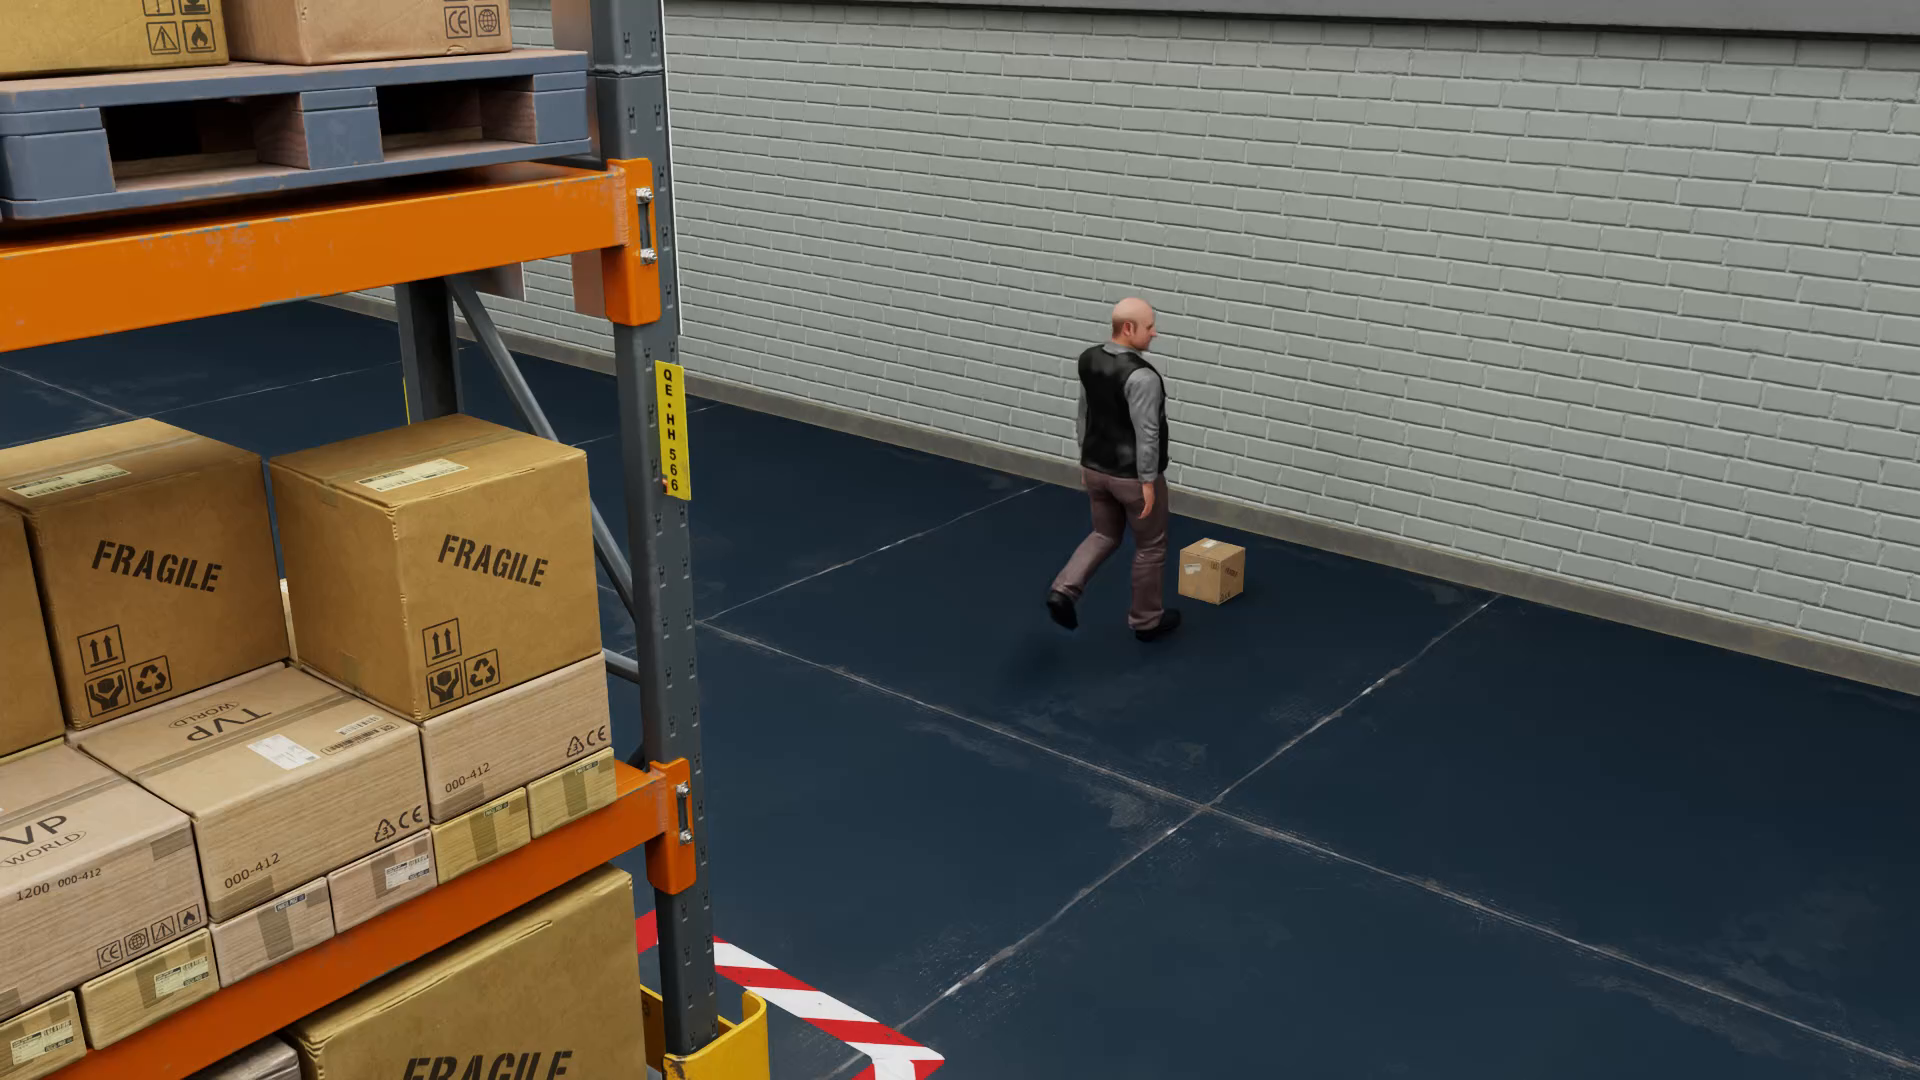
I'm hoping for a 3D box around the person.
[{"bbox_3d":[0.772,-0.314,7.949,0.750,1.713,0.551,-15,25,-36],"label":"person"}]
